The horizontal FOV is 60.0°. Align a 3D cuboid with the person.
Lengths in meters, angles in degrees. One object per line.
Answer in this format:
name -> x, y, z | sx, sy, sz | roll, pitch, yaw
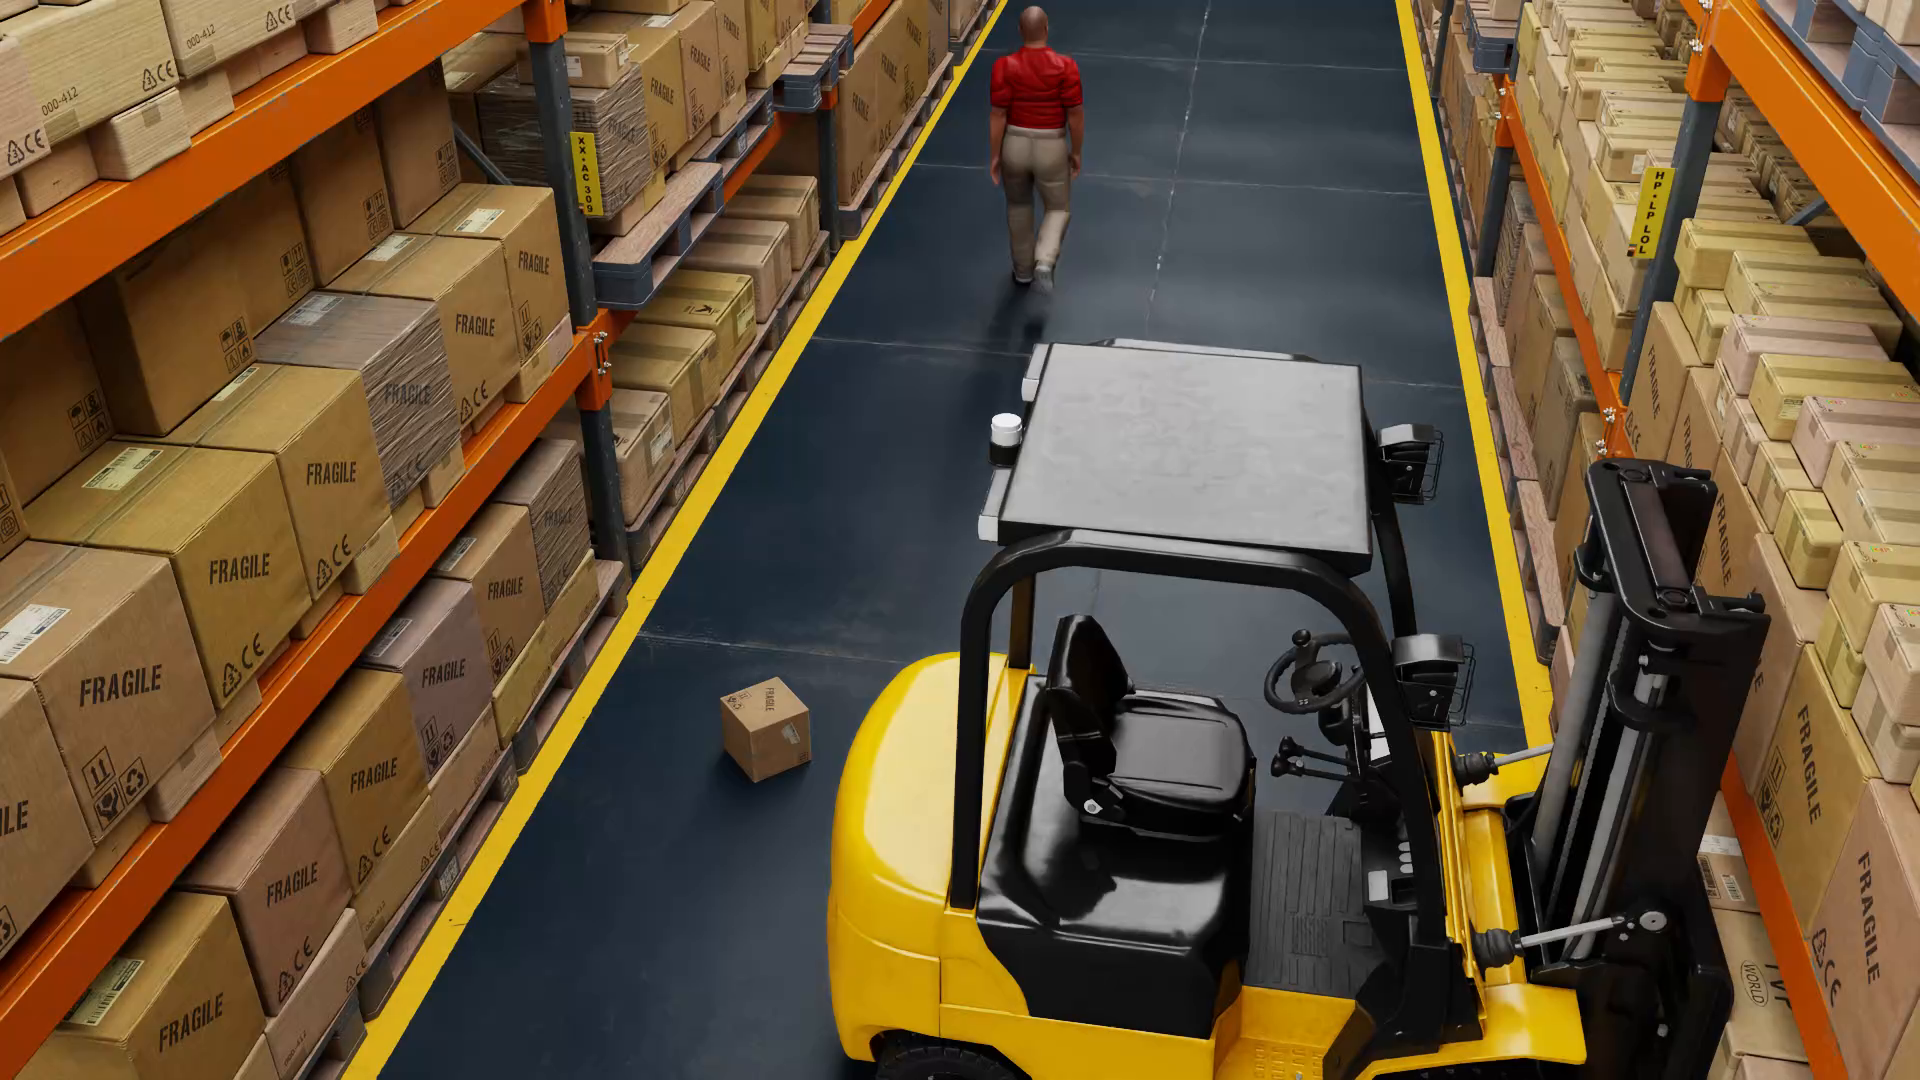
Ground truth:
person -> 0.445, -2.251, 9.707 | 0.542, 1.694, 0.789 | 5, 33, 8
